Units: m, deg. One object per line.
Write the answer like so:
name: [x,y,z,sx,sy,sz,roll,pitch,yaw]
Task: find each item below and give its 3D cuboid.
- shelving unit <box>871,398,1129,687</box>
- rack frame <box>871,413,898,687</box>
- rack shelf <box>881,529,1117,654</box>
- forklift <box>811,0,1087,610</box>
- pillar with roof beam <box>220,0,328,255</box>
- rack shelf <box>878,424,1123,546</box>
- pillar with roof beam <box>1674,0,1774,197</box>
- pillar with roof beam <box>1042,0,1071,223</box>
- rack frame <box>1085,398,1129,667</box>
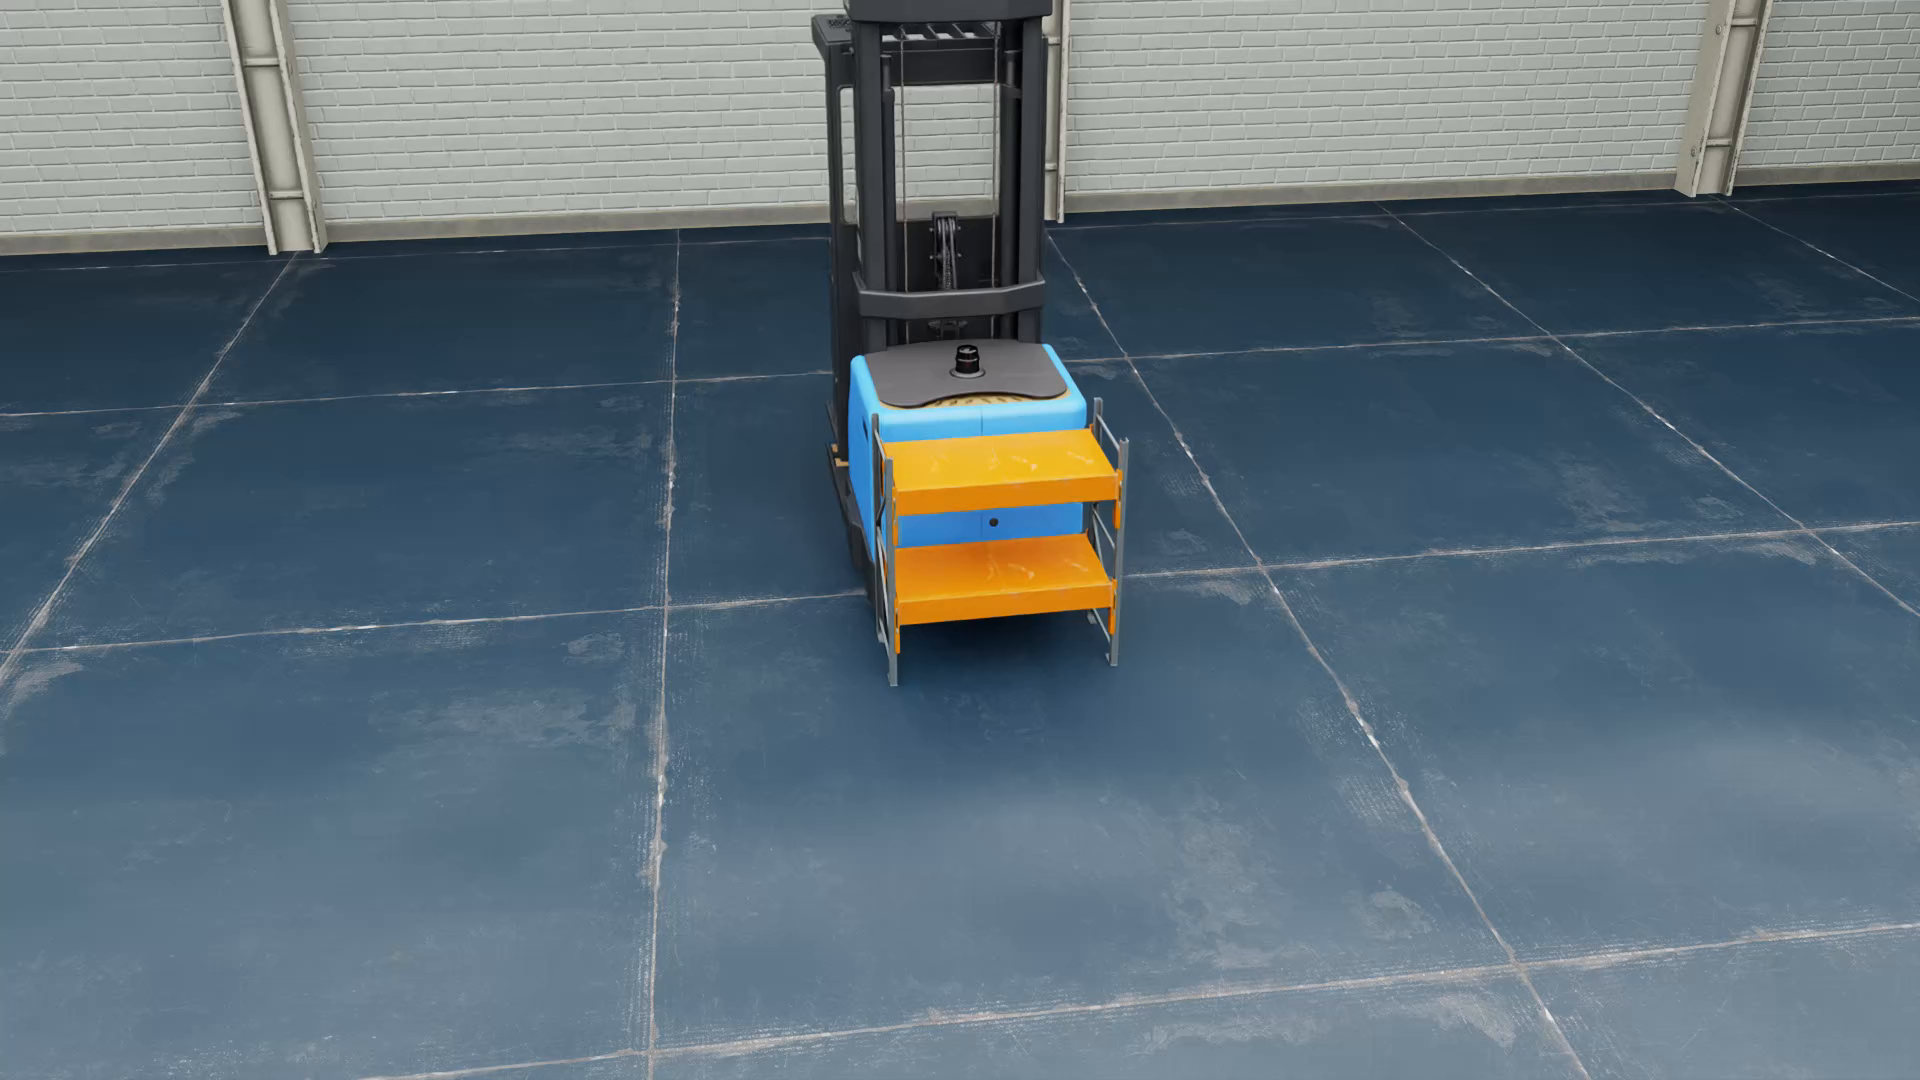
shelving unit: [0.163,0.008,7.499,1.048,1.125,0.538,-5,28,-9]
rack frame: [-0.337,0.048,7.421,0.032,1.125,0.500,-5,28,-9]
rack shelf: [0.163,0.225,7.611,1.000,0.278,0.538,-5,28,-9]
forklift: [-0.157,-1.616,8.690,1.130,2.935,3.031,-5,28,-9]
pillar with roof beam: [-4.685,-4.394,7.456,0.400,9.000,9.100,-4,27,-7]
rack shelf: [0.164,-0.252,7.364,1.000,0.278,0.538,-5,28,-9]
pillar with roof beam: [7.198,-5.157,8.944,0.400,9.000,9.100,-4,27,-7]
pillar with roof beam: [1.256,-4.776,8.200,0.400,9.000,9.100,-4,27,-7]
rack frame: [0.664,-0.032,7.576,0.032,1.125,0.500,-5,28,-9]
